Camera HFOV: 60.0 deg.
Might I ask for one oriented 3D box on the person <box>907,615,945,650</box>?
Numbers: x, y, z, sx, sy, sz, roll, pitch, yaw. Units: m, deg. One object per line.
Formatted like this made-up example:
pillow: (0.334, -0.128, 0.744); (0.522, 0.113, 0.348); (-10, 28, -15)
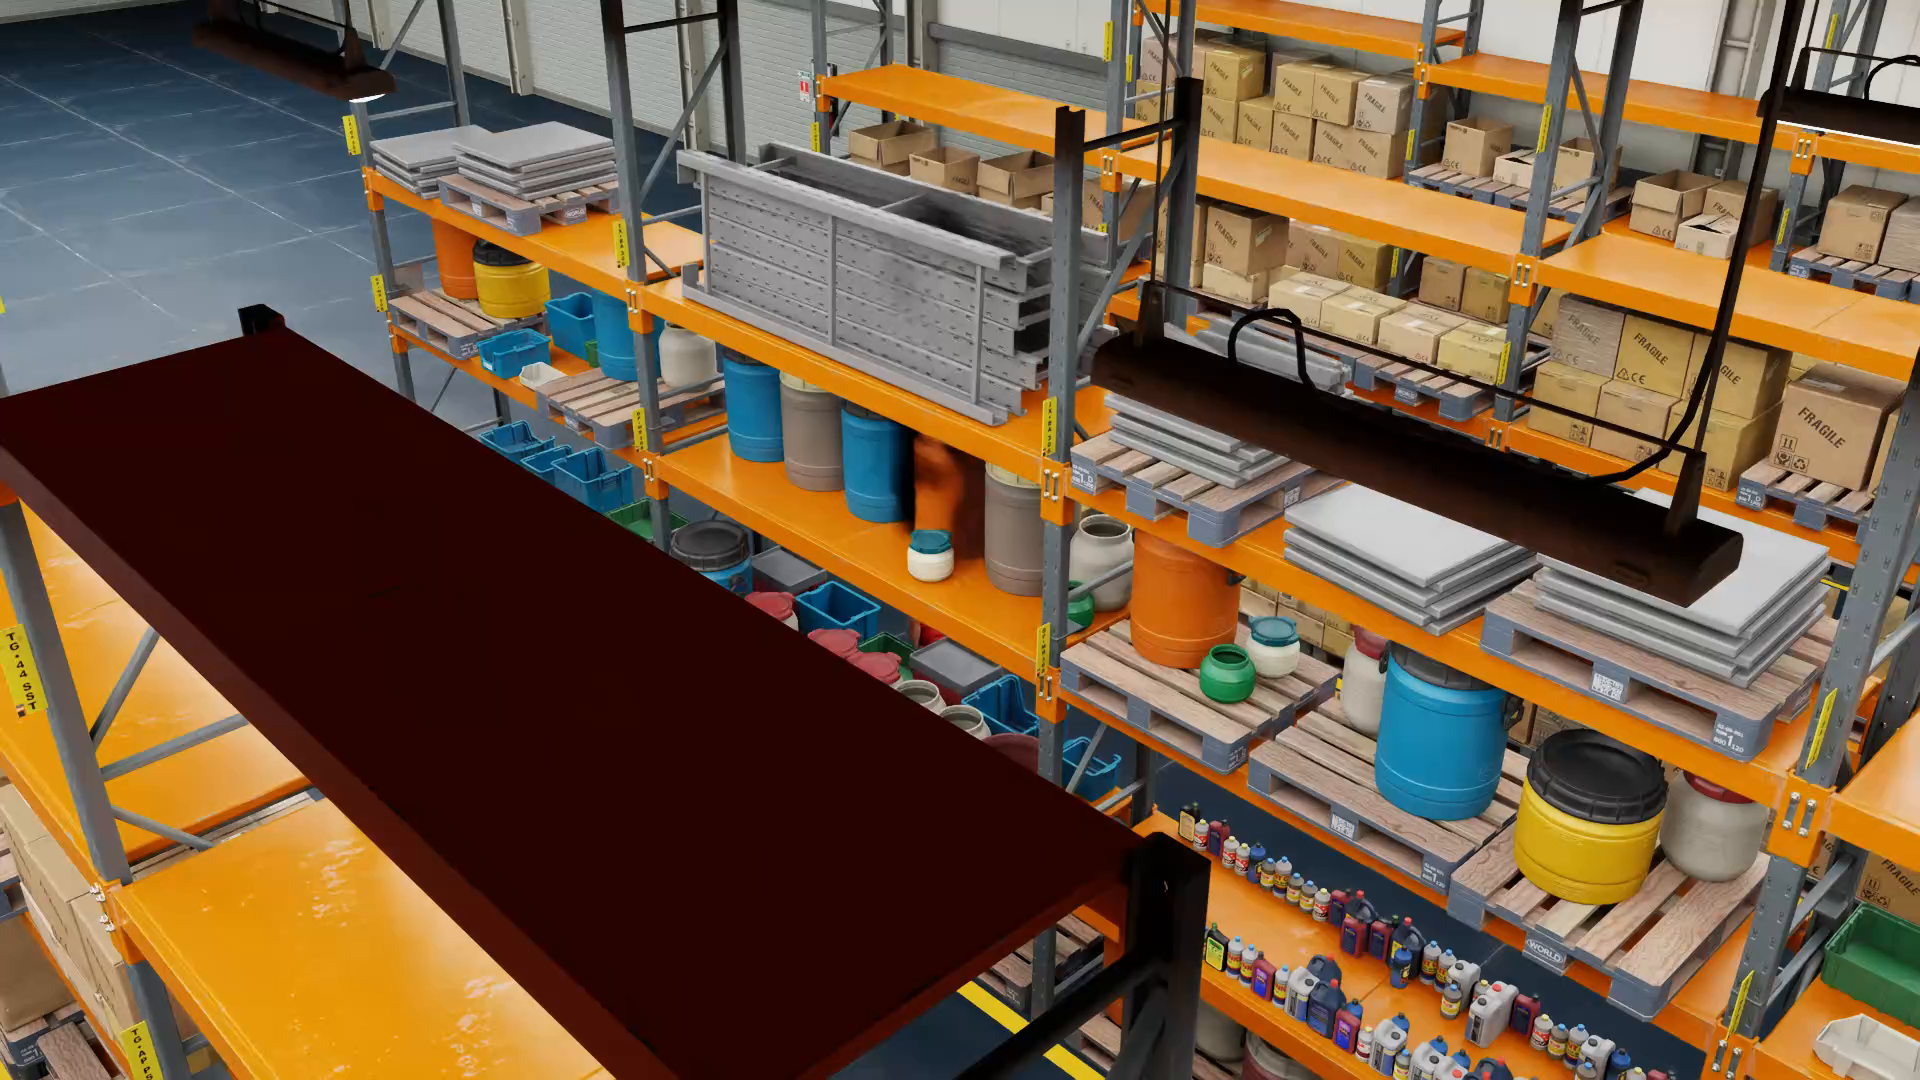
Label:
person: (-0.093, 1.019, 13.297); (0.707, 1.697, 0.968); (-22, 35, -35)
